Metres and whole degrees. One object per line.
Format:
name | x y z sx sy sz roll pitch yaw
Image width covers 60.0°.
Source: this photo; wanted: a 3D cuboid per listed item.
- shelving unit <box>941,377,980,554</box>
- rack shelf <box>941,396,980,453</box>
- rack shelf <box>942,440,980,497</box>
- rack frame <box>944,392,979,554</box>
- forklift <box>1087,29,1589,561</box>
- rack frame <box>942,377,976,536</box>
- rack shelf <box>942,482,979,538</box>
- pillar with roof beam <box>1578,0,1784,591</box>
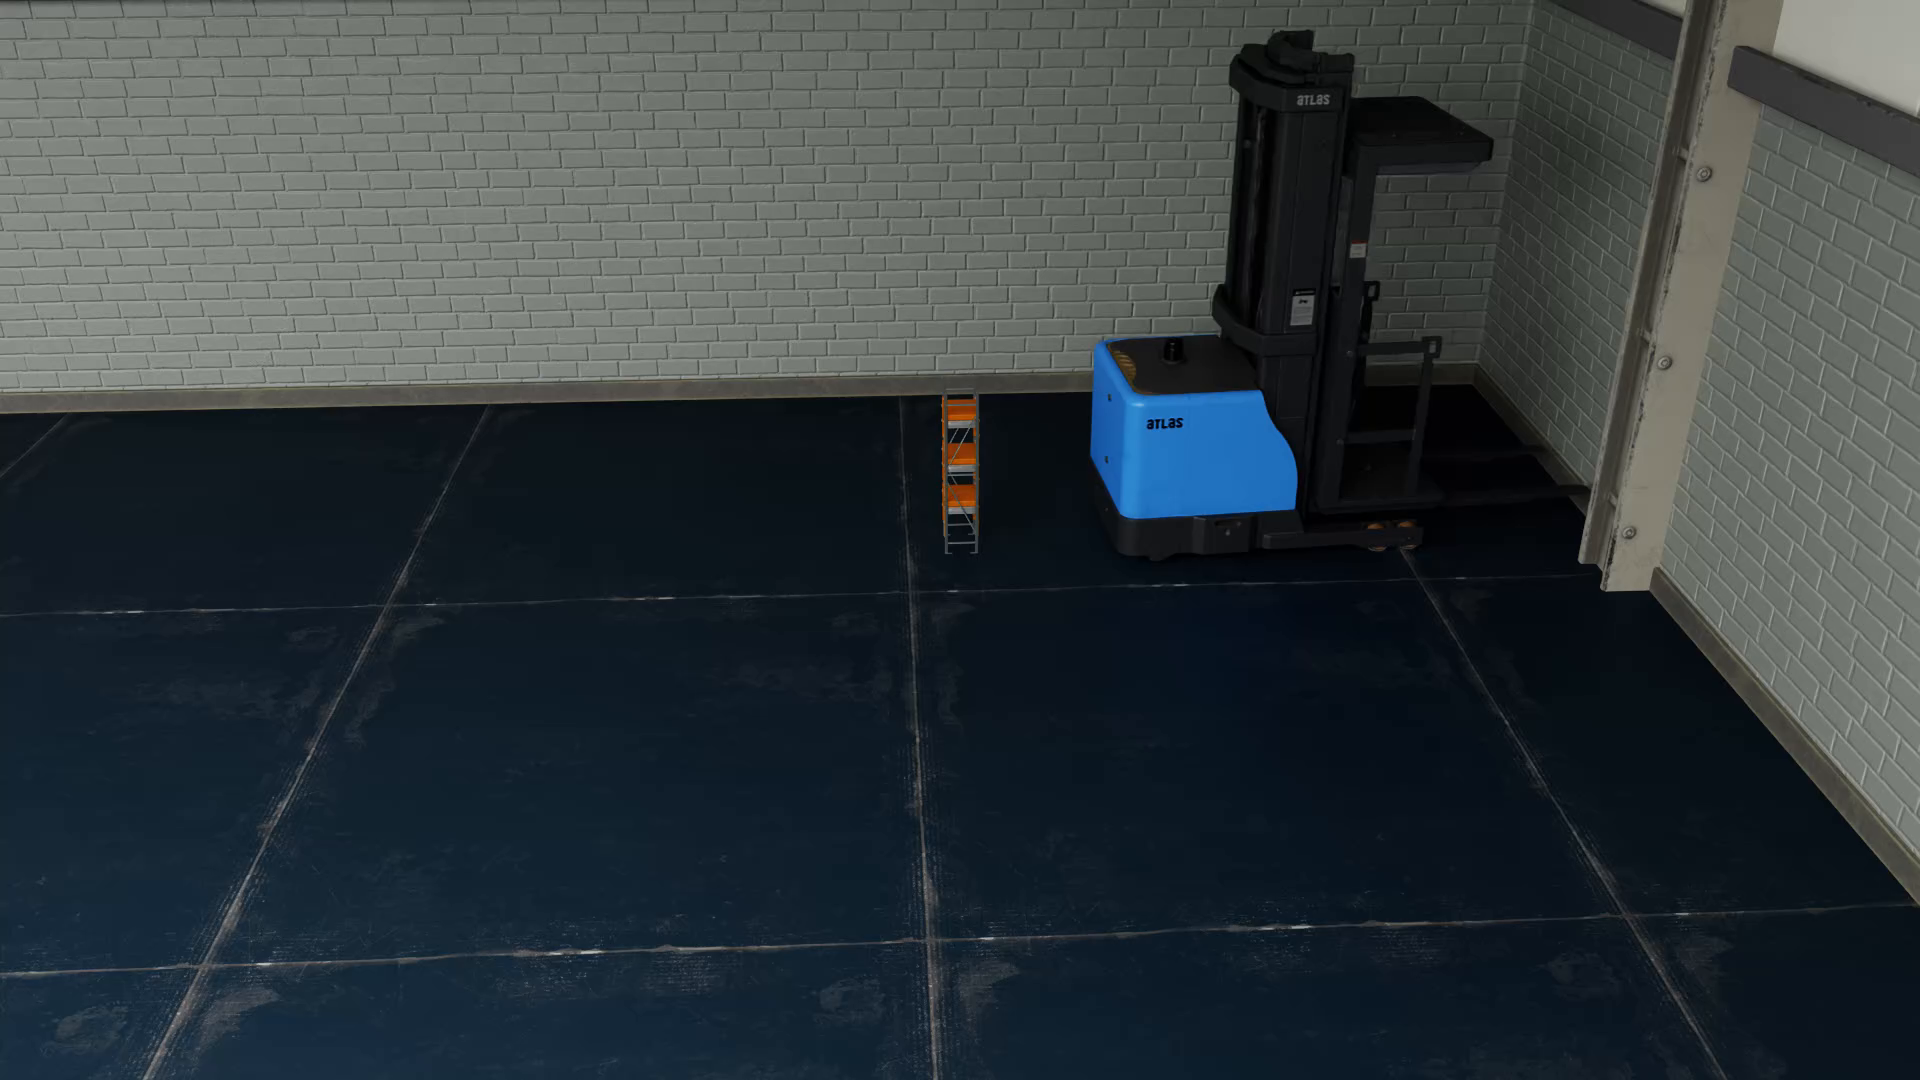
shelving unit | 0.003 -0.441 9.960 0.215 1.050 0.252 -1 28 -3
rack shelf | 0.003 -0.683 9.834 0.215 0.259 0.240 -1 28 -3
rack shelf | 0.003 -0.431 9.965 0.215 0.259 0.240 -1 28 -3
rack frame | 0.009 -0.384 9.852 0.200 1.050 0.008 -1 28 -3
forklift | 2.378 -1.468 9.896 3.031 2.935 1.130 -4 28 -7
rack frame | -0.004 -0.497 10.068 0.200 1.050 0.008 -1 28 -3
rack shelf | 0.003 -0.185 10.093 0.215 0.259 0.240 -1 28 -3
pillar with roof beam | -0.412 -3.683 7.580 9.100 9.000 0.400 -1 28 -3
